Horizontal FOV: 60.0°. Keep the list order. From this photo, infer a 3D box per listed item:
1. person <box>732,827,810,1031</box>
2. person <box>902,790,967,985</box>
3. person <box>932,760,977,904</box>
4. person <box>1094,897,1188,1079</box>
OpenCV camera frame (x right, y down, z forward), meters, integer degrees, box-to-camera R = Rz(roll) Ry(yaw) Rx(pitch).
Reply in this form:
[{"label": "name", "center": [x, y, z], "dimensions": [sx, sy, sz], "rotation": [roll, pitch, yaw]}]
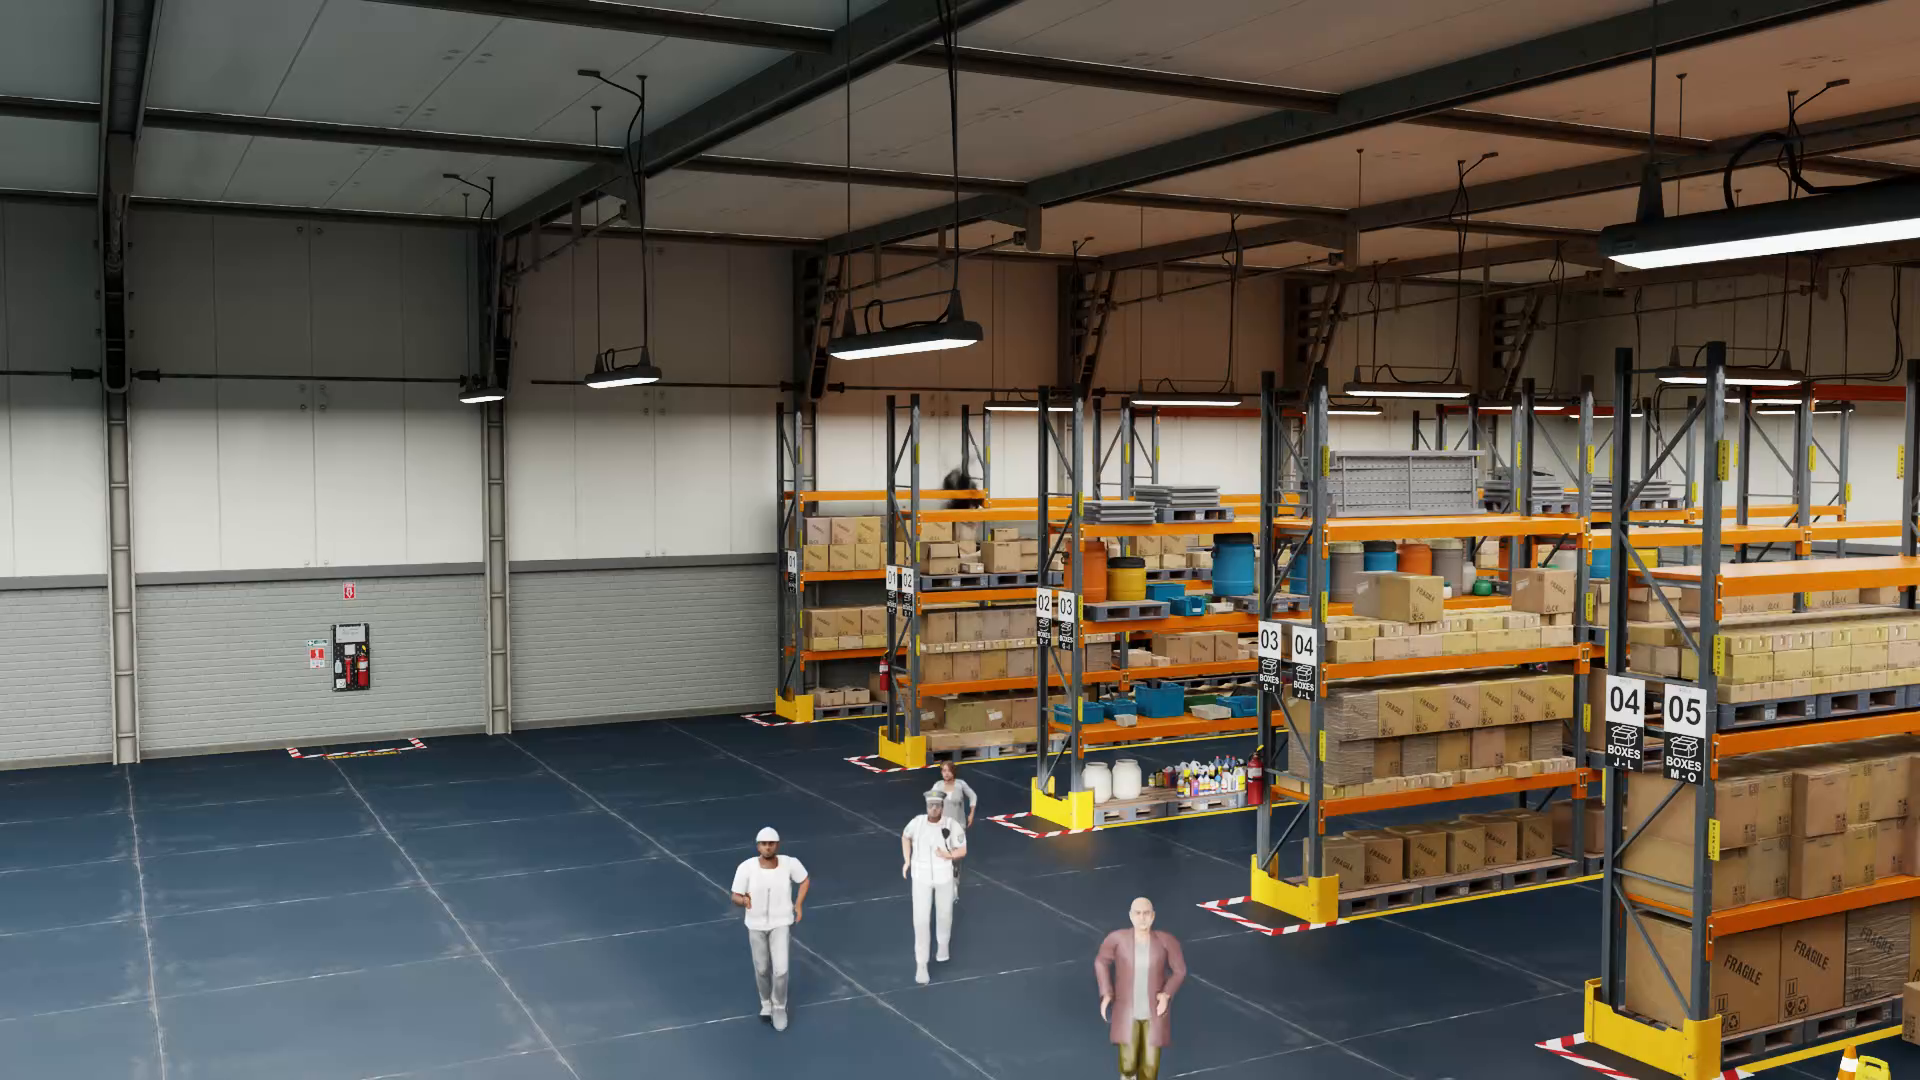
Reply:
[{"label": "person", "center": [-1.689, 3.452, 14.772], "dimensions": [0.677, 1.795, 0.683], "rotation": [0, 3, -2]}, {"label": "person", "center": [-0.254, 3.349, 16.319], "dimensions": [0.640, 1.839, 0.822], "rotation": [0, 3, 0]}, {"label": "person", "center": [-0.099, 3.306, 18.929], "dimensions": [0.543, 1.596, 0.672], "rotation": [0, 3, 7]}, {"label": "person", "center": [1.377, 3.585, 12.671], "dimensions": [0.710, 1.733, 0.637], "rotation": [0, 3, 5]}]
